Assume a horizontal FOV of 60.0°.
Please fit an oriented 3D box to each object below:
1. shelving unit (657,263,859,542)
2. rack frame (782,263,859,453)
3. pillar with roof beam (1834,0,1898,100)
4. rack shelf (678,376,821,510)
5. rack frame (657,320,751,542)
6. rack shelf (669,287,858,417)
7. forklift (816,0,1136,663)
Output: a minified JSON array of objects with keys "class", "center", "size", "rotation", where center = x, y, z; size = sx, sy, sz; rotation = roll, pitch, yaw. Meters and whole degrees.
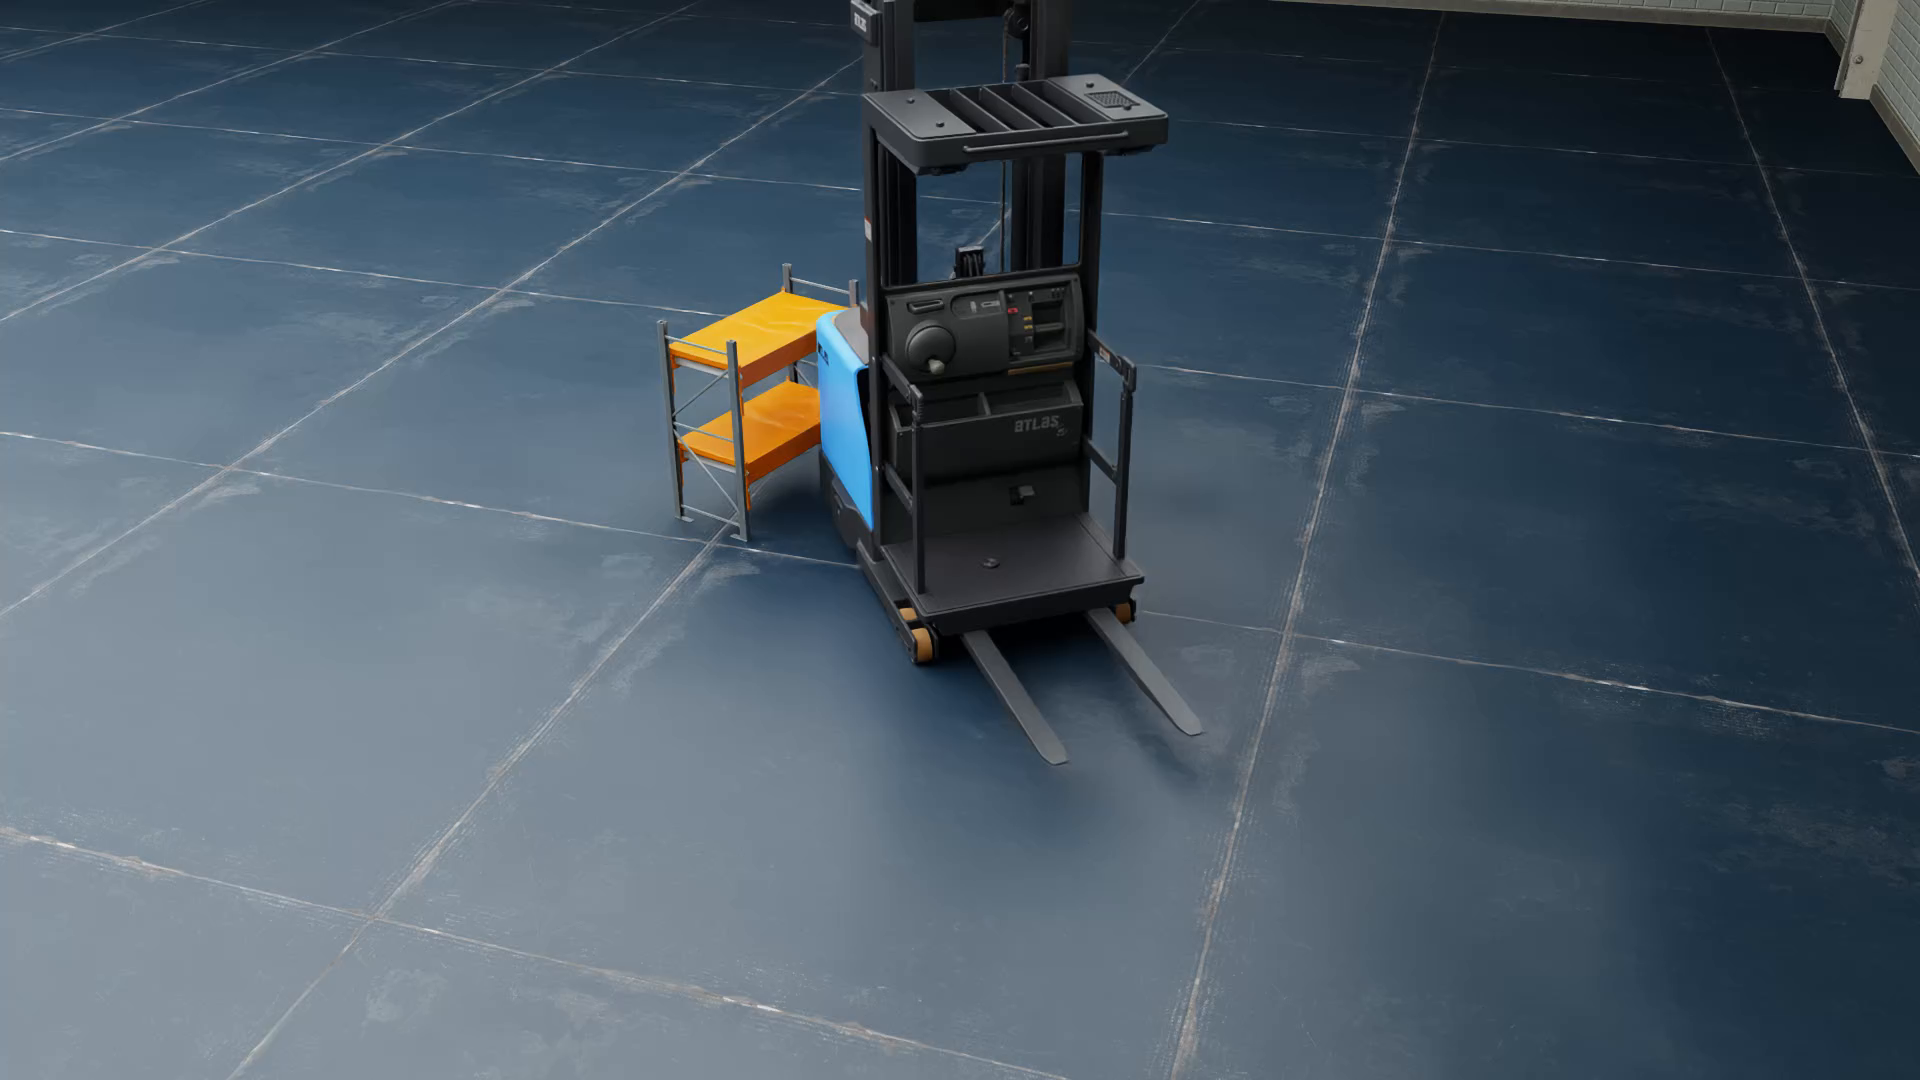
[{"class":"shelving unit","center":[-1.041,-0.759,8.957],"size":[0.538,1.125,1.048],"rotation":[18,34,29]},{"class":"rack frame","center":[-0.762,-0.966,9.329],"size":[0.500,1.125,0.032],"rotation":[18,34,29]},{"class":"pillar with roof beam","center":[4.963,-9.081,15.818],"size":[9.100,9.000,0.400],"rotation":[8,30,15]},{"class":"rack shelf","center":[-1.041,-0.545,9.076],"size":[0.538,0.278,1.000],"rotation":[18,34,29]},{"class":"rack frame","center":[-1.319,-0.552,8.586],"size":[0.500,1.125,0.032],"rotation":[18,34,29]},{"class":"rack shelf","center":[-1.041,-1.015,8.815],"size":[0.538,0.278,1.000],"rotation":[18,34,29]},{"class":"forklift","center":[0.195,-0.932,7.410],"size":[1.130,2.935,3.031],"rotation":[-10,30,-17]}]
